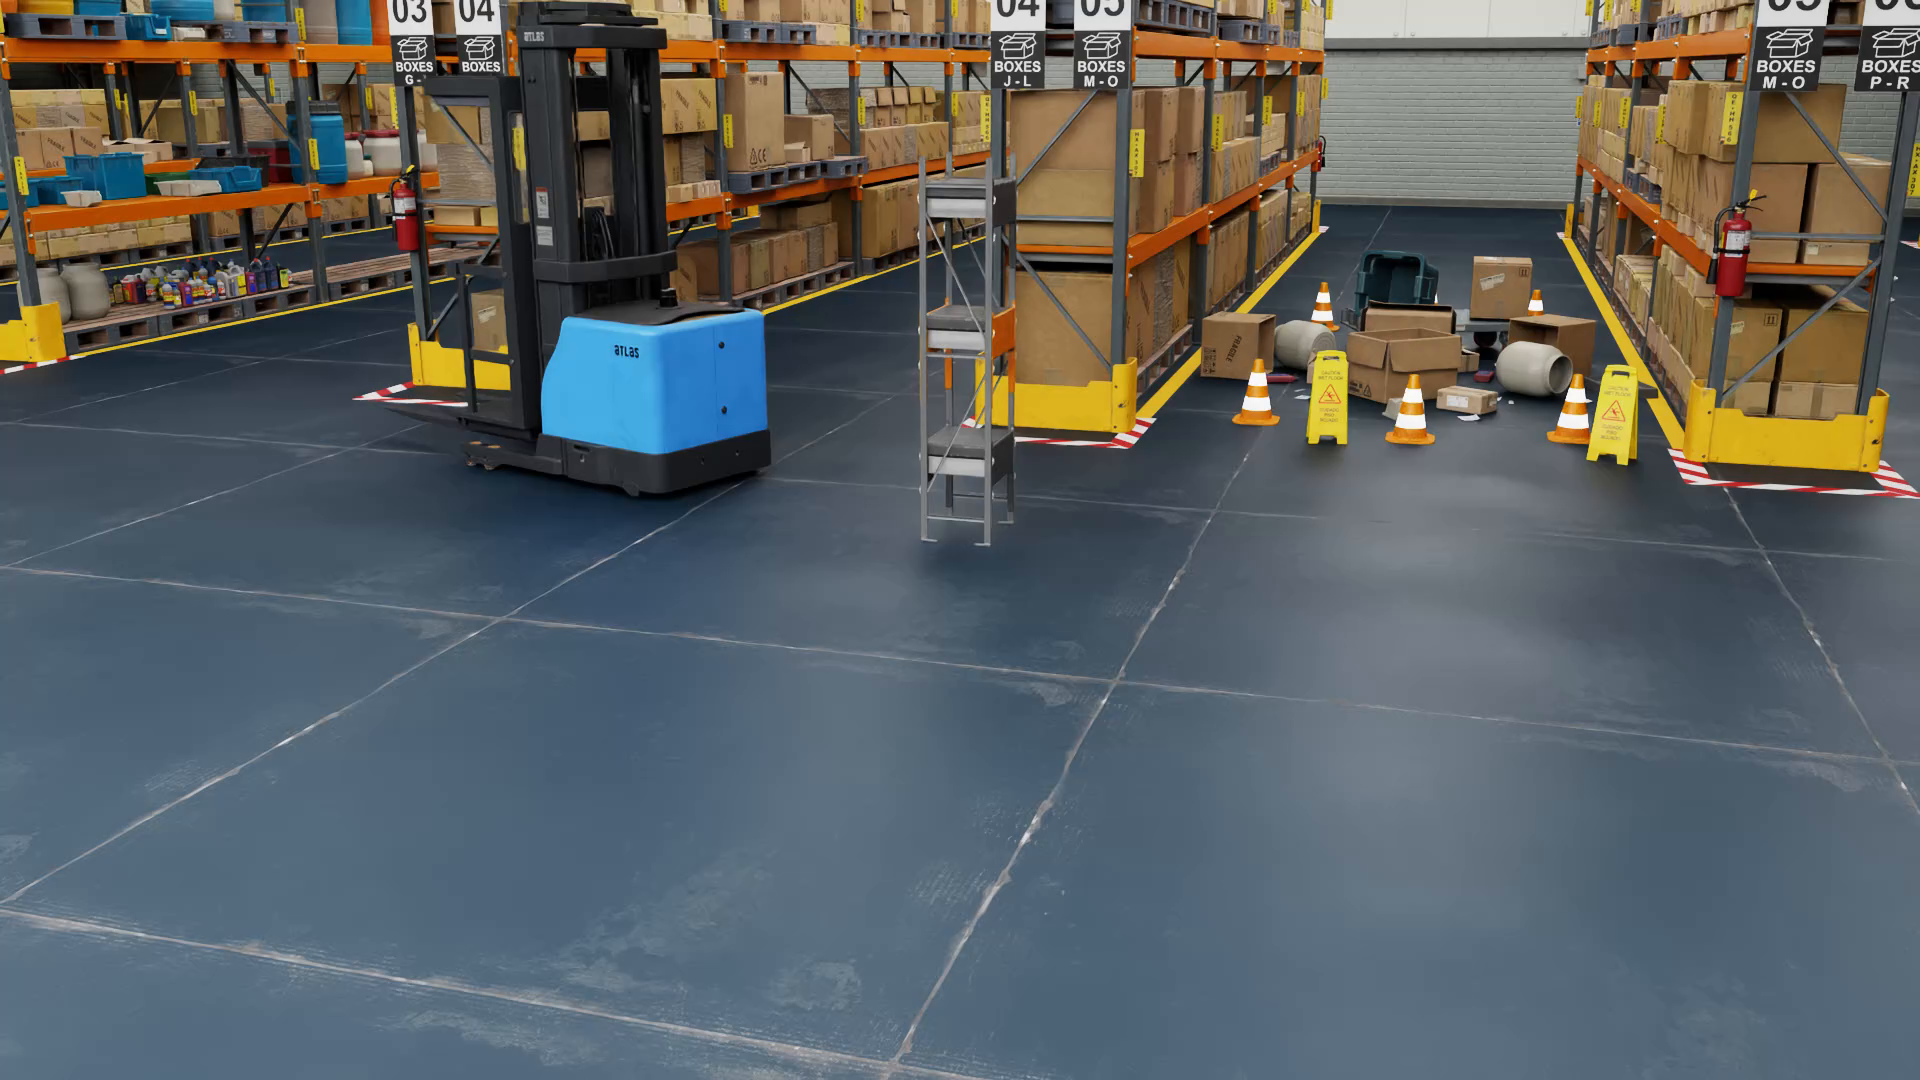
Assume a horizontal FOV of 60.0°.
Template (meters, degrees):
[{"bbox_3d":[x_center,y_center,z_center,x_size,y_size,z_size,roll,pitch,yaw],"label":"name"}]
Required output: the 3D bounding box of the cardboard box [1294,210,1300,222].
[{"bbox_3d":[4.866,-4.836,24.791,0.380,0.149,0.250,4,16,15],"label":"cardboard box"}]

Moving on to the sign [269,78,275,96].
[{"bbox_3d":[-13.198,-8.686,31.899,0.100,0.325,0.005,5,16,16],"label":"sign"}]

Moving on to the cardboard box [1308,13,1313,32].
[{"bbox_3d":[4.793,-7.430,23.889,0.500,0.250,0.500,5,17,17],"label":"cardboard box"}]

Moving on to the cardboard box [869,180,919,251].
[{"bbox_3d":[-1.263,-4.407,22.492,1.225,0.875,0.875,5,16,16],"label":"cardboard box"}]

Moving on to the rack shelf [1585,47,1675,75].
[{"bbox_3d":[9.466,-6.713,23.323,1.077,0.370,4.000,5,16,16],"label":"rack shelf"}]

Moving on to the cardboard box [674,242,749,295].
[{"bbox_3d":[-2.682,-2.937,17.961,0.700,0.500,0.500,3,16,12],"label":"cardboard box"}]

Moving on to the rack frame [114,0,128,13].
[{"bbox_3d":[-11.237,-8.471,22.702,1.000,3.000,0.127,5,16,16],"label":"rack frame"}]

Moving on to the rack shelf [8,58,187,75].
[{"bbox_3d":[-11.805,-6.158,21.365,1.077,0.370,4.000,5,16,16],"label":"rack shelf"}]

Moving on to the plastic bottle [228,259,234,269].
[{"bbox_3d":[-8.136,-3.003,18.612,0.097,0.271,0.097,0,16,0],"label":"plastic bottle"}]

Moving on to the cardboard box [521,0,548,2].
[{"bbox_3d":[-3.547,-4.399,13.390,0.380,0.149,0.250,5,17,17],"label":"cardboard box"}]

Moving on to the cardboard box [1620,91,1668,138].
[{"bbox_3d":[7.658,-4.731,18.498,0.500,0.500,0.500,4,16,14],"label":"cardboard box"}]

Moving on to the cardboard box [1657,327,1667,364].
[{"bbox_3d":[6.057,-1.605,13.762,0.500,0.250,0.500,6,17,19],"label":"cardboard box"}]

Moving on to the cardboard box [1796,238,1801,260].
[{"bbox_3d":[5.841,-1.973,11.248,0.380,0.149,0.250,5,17,17],"label":"cardboard box"}]

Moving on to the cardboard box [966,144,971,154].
[{"bbox_3d":[-0.051,-5.930,25.200,0.380,0.149,0.250,5,17,18],"label":"cardboard box"}]

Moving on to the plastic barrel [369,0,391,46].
[{"bbox_3d":[-7.116,-6.480,20.394,0.600,0.830,0.708,5,16,16],"label":"plastic barrel"}]

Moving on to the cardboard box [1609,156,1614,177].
[{"bbox_3d":[7.945,-4.392,19.593,0.500,0.250,0.500,4,16,15],"label":"cardboard box"}]

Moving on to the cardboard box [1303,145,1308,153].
[{"bbox_3d":[5.122,-6.005,25.464,0.380,0.149,0.250,4,16,13],"label":"cardboard box"}]

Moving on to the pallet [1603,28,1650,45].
[{"bbox_3d":[9.141,-6.707,22.144,1.003,0.211,1.213,5,16,16],"label":"pallet"}]

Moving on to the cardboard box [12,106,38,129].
[{"bbox_3d":[-15.164,-6.678,26.613,0.500,0.500,0.500,5,17,17],"label":"cardboard box"}]

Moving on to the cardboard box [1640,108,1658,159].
[{"bbox_3d":[7.126,-4.064,16.662,0.500,0.500,0.500,5,17,17],"label":"cardboard box"}]

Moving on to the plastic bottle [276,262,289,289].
[{"bbox_3d":[-7.446,-2.906,18.250,0.061,0.283,0.133,5,17,19],"label":"plastic bottle"}]

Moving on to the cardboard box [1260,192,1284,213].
[{"bbox_3d":[3.995,-4.463,22.004,0.500,0.250,0.500,5,17,19],"label":"cardboard box"}]

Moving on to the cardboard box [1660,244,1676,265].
[{"bbox_3d":[6.105,-2.391,13.968,0.380,0.149,0.250,5,17,17],"label":"cardboard box"}]

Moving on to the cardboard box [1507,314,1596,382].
[{"bbox_3d":[5.016,-1.624,14.134,0.500,0.500,0.500,-10,19,-32],"label":"cardboard box"}]

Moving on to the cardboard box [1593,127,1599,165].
[{"bbox_3d":[8.785,-5.282,22.273,0.500,0.500,0.500,5,17,16],"label":"cardboard box"}]

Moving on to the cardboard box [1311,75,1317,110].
[{"bbox_3d":[5.085,-6.761,25.109,0.500,0.500,0.500,6,17,19],"label":"cardboard box"}]

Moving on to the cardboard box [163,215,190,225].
[{"bbox_3d":[-11.150,-4.577,23.212,0.500,0.311,0.500,5,17,17],"label":"cardboard box"}]

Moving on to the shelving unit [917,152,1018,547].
[{"bbox_3d":[0.047,-1.053,9.196,0.431,2.100,0.503,5,16,16],"label":"shelving unit"}]

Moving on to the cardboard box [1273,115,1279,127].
[{"bbox_3d":[3.971,-5.491,21.793,0.380,0.149,0.250,5,16,16],"label":"cardboard box"}]

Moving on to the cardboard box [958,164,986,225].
[{"bbox_3d":[-0.083,-5.443,26.148,0.875,0.875,0.875,5,16,16],"label":"cardboard box"}]

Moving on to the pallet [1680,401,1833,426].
[{"bbox_3d":[5.774,-0.842,11.911,1.003,0.211,1.213,5,16,16],"label":"pallet"}]

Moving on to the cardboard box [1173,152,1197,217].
[{"bbox_3d":[1.622,-3.187,14.793,0.875,0.550,0.550,5,16,16],"label":"cardboard box"}]

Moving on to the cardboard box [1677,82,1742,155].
[{"bbox_3d":[5.621,-3.050,12.024,0.700,0.500,0.500,4,16,15],"label":"cardboard box"}]

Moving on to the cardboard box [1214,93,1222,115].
[{"bbox_3d":[2.274,-4.284,16.921,0.700,0.500,0.500,5,17,16],"label":"cardboard box"}]

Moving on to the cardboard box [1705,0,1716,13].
[{"bbox_3d":[5.803,-4.022,12.247,0.500,0.250,0.500,5,17,16],"label":"cardboard box"}]

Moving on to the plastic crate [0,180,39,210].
[{"bbox_3d":[-8.907,-3.189,15.348,0.499,0.251,0.616,5,16,16],"label":"plastic crate"}]

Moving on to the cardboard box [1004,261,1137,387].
[{"bbox_3d":[0.843,-1.674,12.857,0.875,0.875,0.875,5,17,16],"label":"cardboard box"}]

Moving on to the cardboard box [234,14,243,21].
[{"bbox_3d":[-10.852,-7.462,24.459,0.910,0.500,0.500,5,16,16],"label":"cardboard box"}]

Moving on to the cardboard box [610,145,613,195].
[{"bbox_3d":[-3.467,-3.453,15.277,0.875,0.500,0.500,5,16,16],"label":"cardboard box"}]

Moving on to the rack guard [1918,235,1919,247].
[{"bbox_3d":[14.773,-4.533,24.396,1.175,0.500,0.348,5,16,16],"label":"rack guard"}]

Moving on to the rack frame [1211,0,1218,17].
[{"bbox_3d":[1.850,-6.244,14.851,1.000,3.000,0.127,5,16,16],"label":"rack frame"}]

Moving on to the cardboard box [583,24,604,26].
[{"bbox_3d":[-3.344,-4.464,14.348,0.500,0.250,0.500,5,16,16],"label":"cardboard box"}]

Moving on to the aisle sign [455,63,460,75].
[{"bbox_3d":[-9.226,-8.969,30.688,0.394,0.787,0.004,5,16,16],"label":"aisle sign"}]

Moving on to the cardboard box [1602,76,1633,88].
[{"bbox_3d":[8.680,-6.040,21.922,0.380,0.149,0.250,4,16,15],"label":"cardboard box"}]

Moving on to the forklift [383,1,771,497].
[{"bbox_3d":[-2.710,-1.973,10.913,3.031,2.935,1.130,12,20,35],"label":"forklift"}]

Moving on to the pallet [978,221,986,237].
[{"bbox_3d":[0.033,-5.033,26.688,1.003,0.211,1.213,5,16,16],"label":"pallet"}]

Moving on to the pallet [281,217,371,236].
[{"bbox_3d":[-10.295,-5.074,26.830,1.003,0.211,1.213,5,16,16],"label":"pallet"}]

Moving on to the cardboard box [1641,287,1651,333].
[{"bbox_3d":[6.771,-2.075,15.196,0.950,0.372,0.625,5,17,17],"label":"cardboard box"}]

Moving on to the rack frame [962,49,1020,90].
[{"bbox_3d":[0.533,-6.908,28.188,1.000,3.000,0.127,5,16,16],"label":"rack frame"}]

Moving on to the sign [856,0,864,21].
[{"bbox_3d":[-1.220,-6.464,20.179,0.100,0.325,0.005,5,16,16],"label":"sign"}]

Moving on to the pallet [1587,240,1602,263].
[{"bbox_3d":[9.189,-3.945,22.850,1.003,0.211,1.213,5,16,16],"label":"pallet"}]

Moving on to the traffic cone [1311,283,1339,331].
[{"bbox_3d":[3.679,-2.371,16.840,0.336,0.463,0.334,5,16,16],"label":"traffic cone"}]

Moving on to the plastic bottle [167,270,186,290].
[{"bbox_3d":[-8.278,-2.710,17.571,0.152,0.276,0.135,5,16,16],"label":"plastic bottle"}]

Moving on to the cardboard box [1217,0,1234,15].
[{"bbox_3d":[2.498,-5.276,16.446,0.380,0.149,0.250,5,16,16],"label":"cardboard box"}]

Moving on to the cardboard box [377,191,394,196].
[{"bbox_3d":[-9.997,-5.916,28.812,0.500,0.311,0.500,5,16,16],"label":"cardboard box"}]

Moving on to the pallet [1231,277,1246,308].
[{"bbox_3d":[2.690,-2.862,19.034,1.003,0.211,1.213,5,16,16],"label":"pallet"}]
